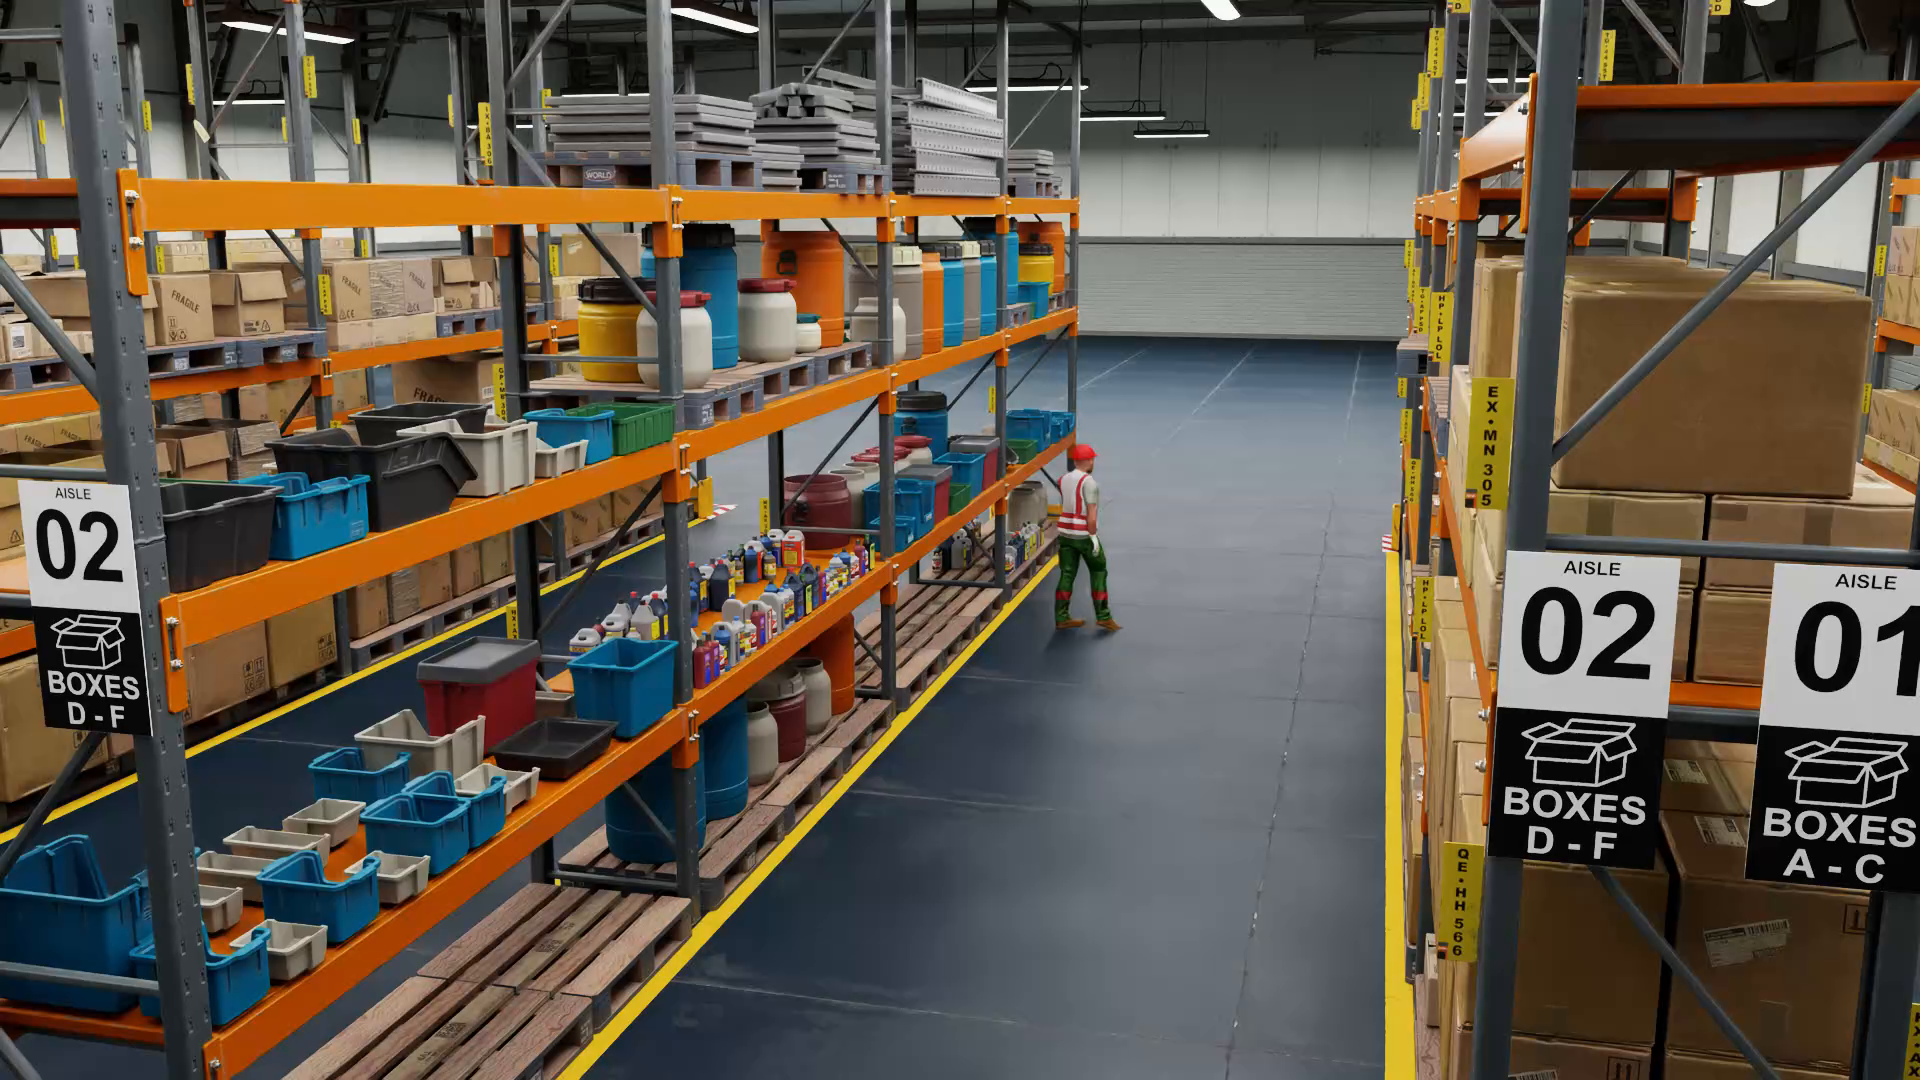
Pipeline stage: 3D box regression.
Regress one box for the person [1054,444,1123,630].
[{"bbox_3d":[1.175,-0.008,16.023,0.621,1.816,0.637,-9,15,-38],"label":"person"}]
